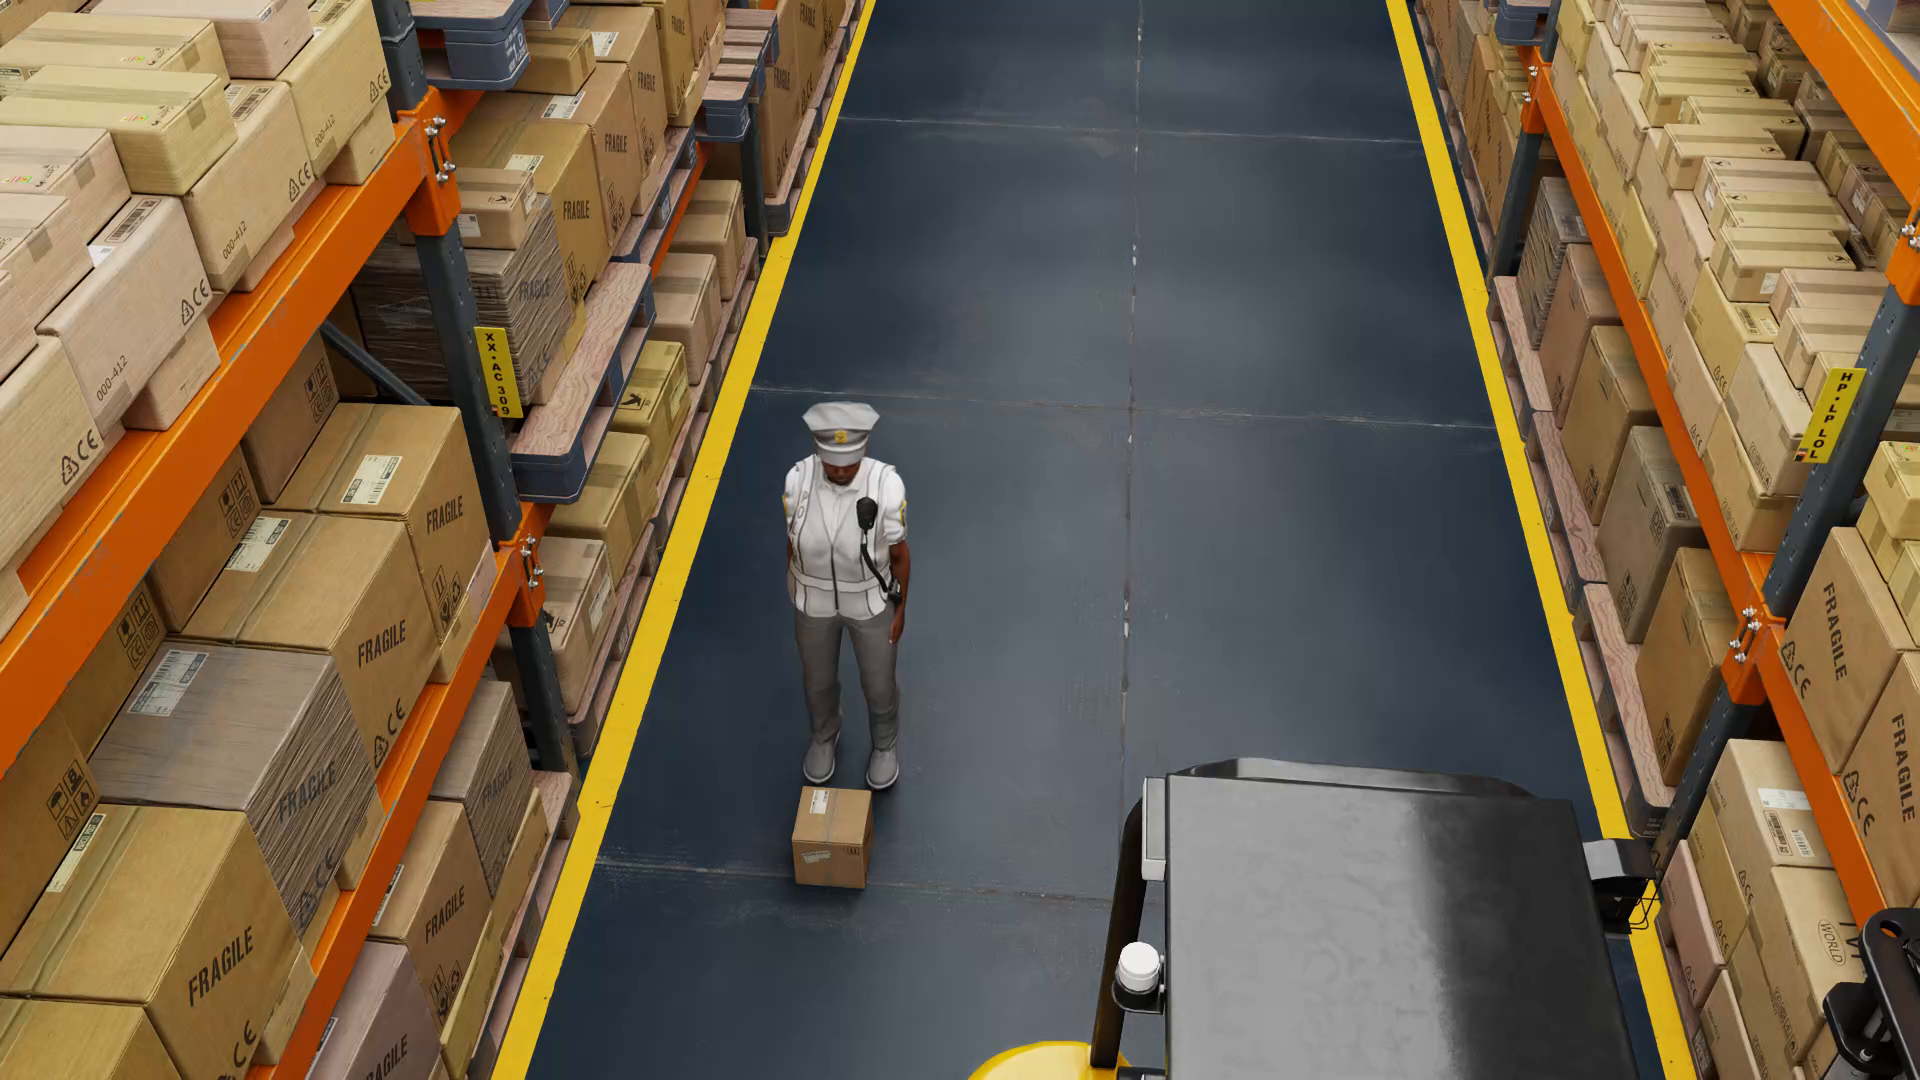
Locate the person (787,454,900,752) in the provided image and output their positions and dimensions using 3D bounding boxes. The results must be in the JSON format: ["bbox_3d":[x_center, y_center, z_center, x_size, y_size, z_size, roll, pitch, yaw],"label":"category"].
[{"bbox_3d":[-0.411,0.280,5.955,0.387,1.350,0.324,4,40,5],"label":"person"}]
